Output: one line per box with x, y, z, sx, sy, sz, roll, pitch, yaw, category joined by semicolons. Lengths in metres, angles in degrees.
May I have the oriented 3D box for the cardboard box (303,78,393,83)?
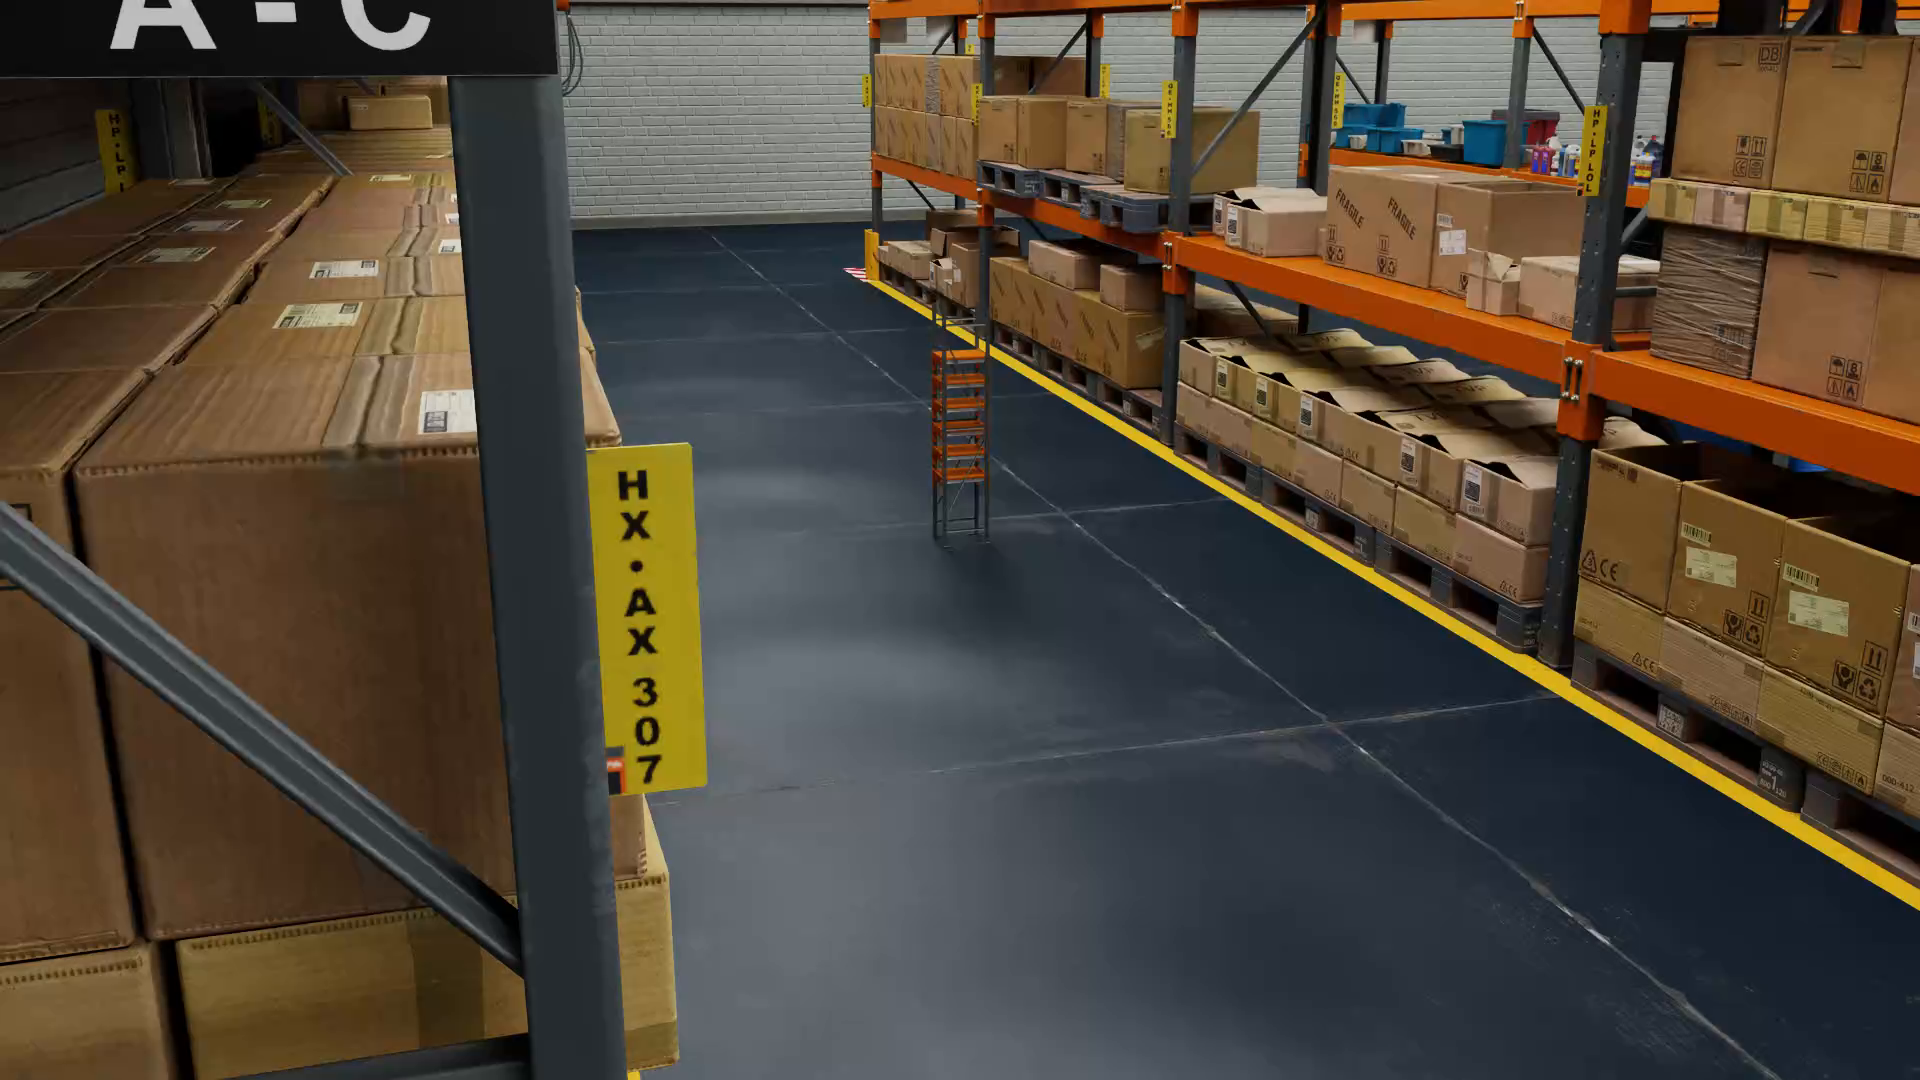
-3.653;-2.630;9.964;0.500;0.250;0.500;-5;17;-17;cardboard box

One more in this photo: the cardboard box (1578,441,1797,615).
2.685;-0.057;6.173;0.500;0.500;0.500;-5;17;-15;cardboard box

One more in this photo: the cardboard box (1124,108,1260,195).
1.478;-2.487;10.614;0.700;0.500;0.500;-12;20;-34;cardboard box

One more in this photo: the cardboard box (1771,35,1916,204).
3.127;-1.374;5.382;0.700;0.500;0.500;-5;17;-15;cardboard box

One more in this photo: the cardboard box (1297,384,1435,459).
2.053;-0.630;8.409;0.500;0.311;0.500;-5;17;-16;cardboard box

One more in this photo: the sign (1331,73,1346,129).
2.292;-2.672;10.121;0.100;0.325;0.005;-5;17;-15;sign

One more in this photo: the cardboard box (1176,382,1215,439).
1.621;-0.789;9.914;0.500;0.250;0.500;-5;17;-15;cardboard box

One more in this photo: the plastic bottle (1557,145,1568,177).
5.227;-3.279;14.377;0.097;0.271;0.097;0;17;0;plastic bottle

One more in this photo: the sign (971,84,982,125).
0.140;-3.549;13.548;0.100;0.325;0.005;-5;17;-15;sign

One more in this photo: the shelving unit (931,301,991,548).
0.004;-0.571;8.266;0.258;1.200;0.189;-5;17;-15;shelving unit

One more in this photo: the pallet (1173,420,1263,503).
1.948;-0.507;9.772;1.003;0.211;1.213;-5;17;-15;pallet

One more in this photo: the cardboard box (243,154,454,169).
-2.157;-1.131;6.065;0.700;0.500;0.500;-3;17;-10;cardboard box

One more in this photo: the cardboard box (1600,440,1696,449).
2.984;-0.253;7.156;0.500;0.311;0.500;-5;17;-15;cardboard box

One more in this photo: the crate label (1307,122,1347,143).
4.076;-4.531;18.507;0.416;0.233;0.303;-5;17;-15;crate label

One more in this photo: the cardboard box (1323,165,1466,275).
2.236;-1.658;8.583;0.500;0.500;0.500;-6;18;-18;cardboard box

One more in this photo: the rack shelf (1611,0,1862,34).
3.408;-1.505;4.286;1.077;0.370;4.000;-5;17;-15;rack shelf

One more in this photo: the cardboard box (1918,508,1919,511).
3.463;0.178;5.390;0.500;0.500;0.500;-5;17;-15;cardboard box

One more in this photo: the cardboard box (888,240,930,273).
-0.425;-2.868;16.802;0.500;0.250;0.500;-5;17;-15;cardboard box

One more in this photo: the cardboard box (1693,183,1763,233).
2.815;-1.166;5.818;0.380;0.149;0.250;-4;17;-14;cardboard box

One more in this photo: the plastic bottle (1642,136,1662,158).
5.903;-3.255;14.161;0.144;0.351;0.185;-5;17;-15;plastic bottle

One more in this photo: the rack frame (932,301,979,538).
-0.021;-0.596;8.350;0.240;1.200;0.006;-5;17;-15;rack frame

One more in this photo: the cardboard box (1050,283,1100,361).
0.984;-1.614;12.193;0.500;0.500;0.500;-5;18;-17;cardboard box

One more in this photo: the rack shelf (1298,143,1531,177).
4.874;-3.779;17.068;1.077;0.370;4.000;-5;17;-15;rack shelf

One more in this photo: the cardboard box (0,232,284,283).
-1.552;-0.300;3.158;0.500;0.500;0.500;-4;17;-14;cardboard box

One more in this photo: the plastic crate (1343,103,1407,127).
4.596;-4.644;18.533;0.616;0.435;0.499;-5;17;-15;plastic crate

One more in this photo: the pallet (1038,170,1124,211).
1.220;-2.518;11.956;1.003;0.211;1.213;-5;17;-15;pallet

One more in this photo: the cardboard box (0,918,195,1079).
-1.119;0.481;1.863;0.500;0.250;0.500;-4;17;-14;cardboard box

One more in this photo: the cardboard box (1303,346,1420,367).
2.289;-0.957;9.499;0.500;0.311;0.500;-5;17;-16;cardboard box

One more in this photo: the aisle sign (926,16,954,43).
-0.164;-5.574;17.275;0.394;0.787;0.004;-5;17;-15;aisle sign

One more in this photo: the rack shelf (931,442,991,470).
0.004;-0.413;8.313;0.258;0.103;0.180;-5;17;-15;rack shelf

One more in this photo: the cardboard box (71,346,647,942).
-0.646;0.080;1.894;0.500;0.500;0.500;-5;17;-15;cardboard box

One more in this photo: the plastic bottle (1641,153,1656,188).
5.535;-2.969;13.345;0.097;0.271;0.097;0;17;0;plastic bottle

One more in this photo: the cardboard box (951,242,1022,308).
0.231;-2.328;14.568;0.500;0.500;0.500;-5;17;-15;cardboard box

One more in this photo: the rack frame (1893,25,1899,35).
6.523;-2.463;11.439;1.000;3.000;0.127;-5;17;-15;rack frame

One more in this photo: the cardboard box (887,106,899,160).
-0.424;-4.048;16.539;0.500;0.500;0.500;-5;17;-16;cardboard box

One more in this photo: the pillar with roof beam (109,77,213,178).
0.662;-4.466;7.677;9.100;9.000;0.400;-5;17;-15;pillar with roof beam

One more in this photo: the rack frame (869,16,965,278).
-0.439;-4.286;17.505;1.000;3.000;0.127;-5;17;-15;rack frame

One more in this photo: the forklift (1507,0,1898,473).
4.320;-1.869;9.578;1.130;2.935;3.031;-5;17;-16;forklift

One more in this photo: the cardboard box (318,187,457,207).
-1.333;-0.627;4.247;0.500;0.500;0.500;-5;17;-16;cardboard box

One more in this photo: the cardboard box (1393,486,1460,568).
2.329;-0.083;7.562;0.500;0.250;0.500;-5;17;-16;cardboard box

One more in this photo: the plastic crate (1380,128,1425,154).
4.520;-4.083;17.018;0.416;0.233;0.300;-5;17;-15;plastic crate

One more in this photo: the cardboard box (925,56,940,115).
-0.010;-4.106;14.997;0.500;0.500;0.500;-5;17;-15;cardboard box

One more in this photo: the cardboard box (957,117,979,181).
0.276;-3.345;14.200;0.500;0.500;0.500;-4;17;-14;cardboard box

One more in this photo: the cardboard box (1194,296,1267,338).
1.760;-1.379;11.410;0.500;0.500;0.500;-5;18;-17;cardboard box

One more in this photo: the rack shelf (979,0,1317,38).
1.210;-3.718;11.652;1.077;0.370;4.000;-5;17;-15;rack shelf
